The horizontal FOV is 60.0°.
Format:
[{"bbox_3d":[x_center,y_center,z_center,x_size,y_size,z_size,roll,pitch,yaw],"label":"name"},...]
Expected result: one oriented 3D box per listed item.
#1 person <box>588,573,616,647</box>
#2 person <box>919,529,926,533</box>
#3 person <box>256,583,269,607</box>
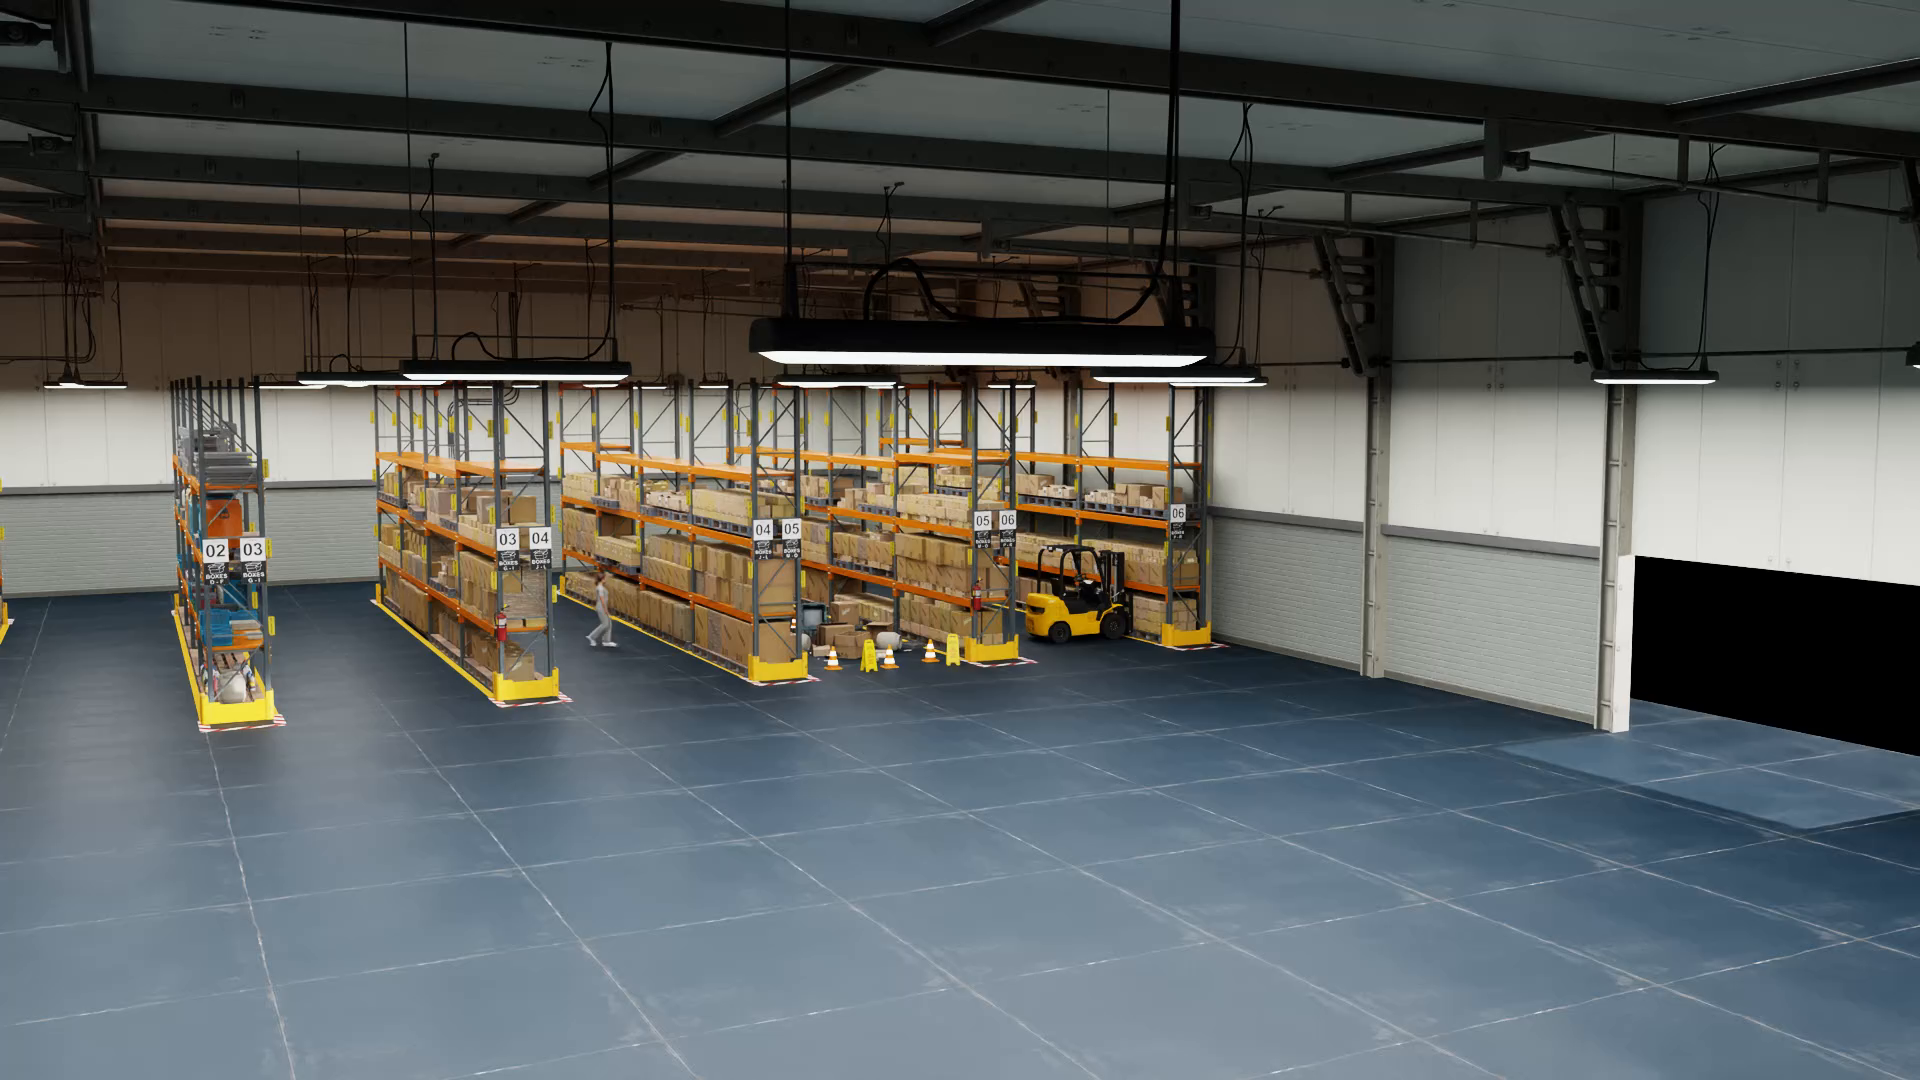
[{"bbox_3d":[-8.089,1.567,37.530,0.603,1.659,0.482,0,5,-3],"label":"person"},{"bbox_3d":[-1.049,0.498,45.660,0.484,1.868,0.540,-5,7,-44],"label":"person"},{"bbox_3d":[-18.768,0.983,44.384,0.445,1.588,0.909,-5,7,-43],"label":"person"}]
